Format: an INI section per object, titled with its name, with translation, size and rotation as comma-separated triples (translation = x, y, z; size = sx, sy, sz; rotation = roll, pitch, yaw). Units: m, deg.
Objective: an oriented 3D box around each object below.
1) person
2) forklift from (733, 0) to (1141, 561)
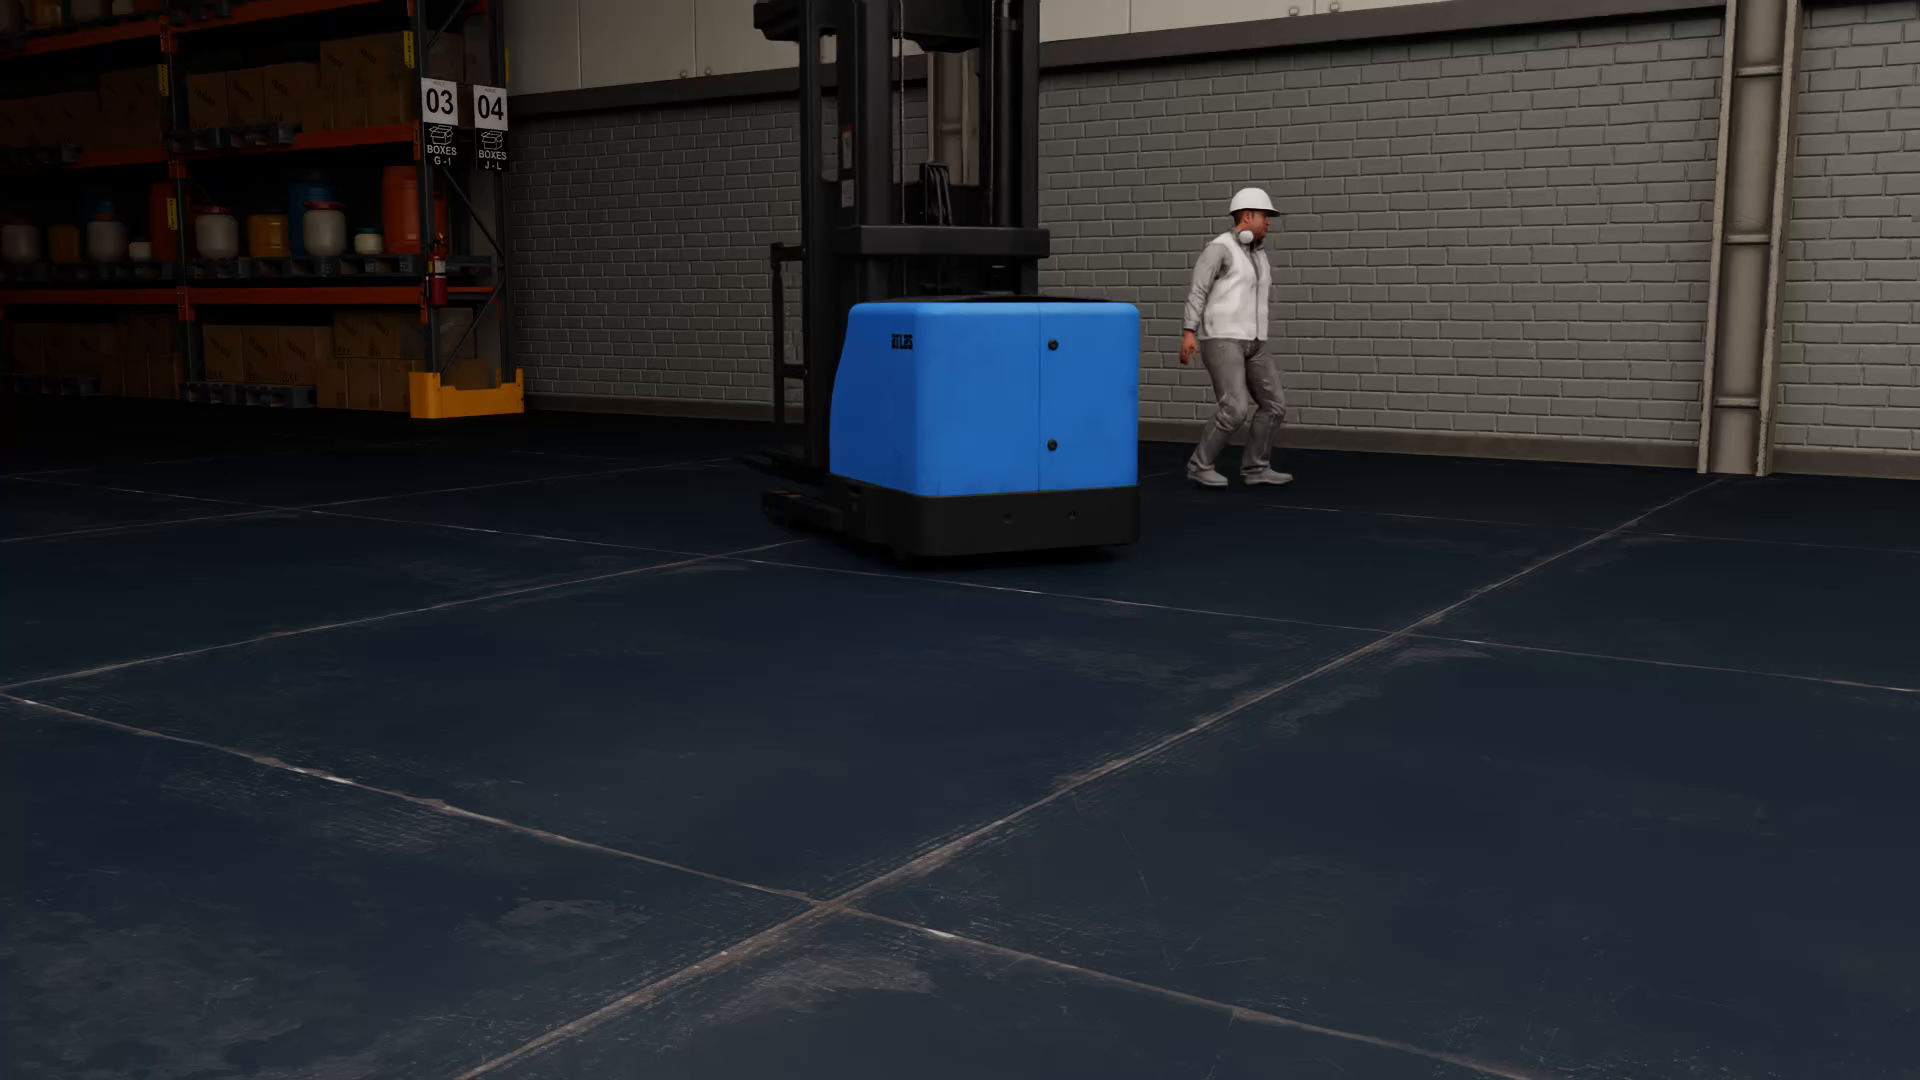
[person]
translation = 1.592, -1.162, 9.642
size = 0.851, 1.726, 0.427
rotation = -8, 11, -43
[forklift]
translation = -0.322, -1.533, 7.972
size = 1.130, 2.935, 3.031
rotation = -4, 9, -25
